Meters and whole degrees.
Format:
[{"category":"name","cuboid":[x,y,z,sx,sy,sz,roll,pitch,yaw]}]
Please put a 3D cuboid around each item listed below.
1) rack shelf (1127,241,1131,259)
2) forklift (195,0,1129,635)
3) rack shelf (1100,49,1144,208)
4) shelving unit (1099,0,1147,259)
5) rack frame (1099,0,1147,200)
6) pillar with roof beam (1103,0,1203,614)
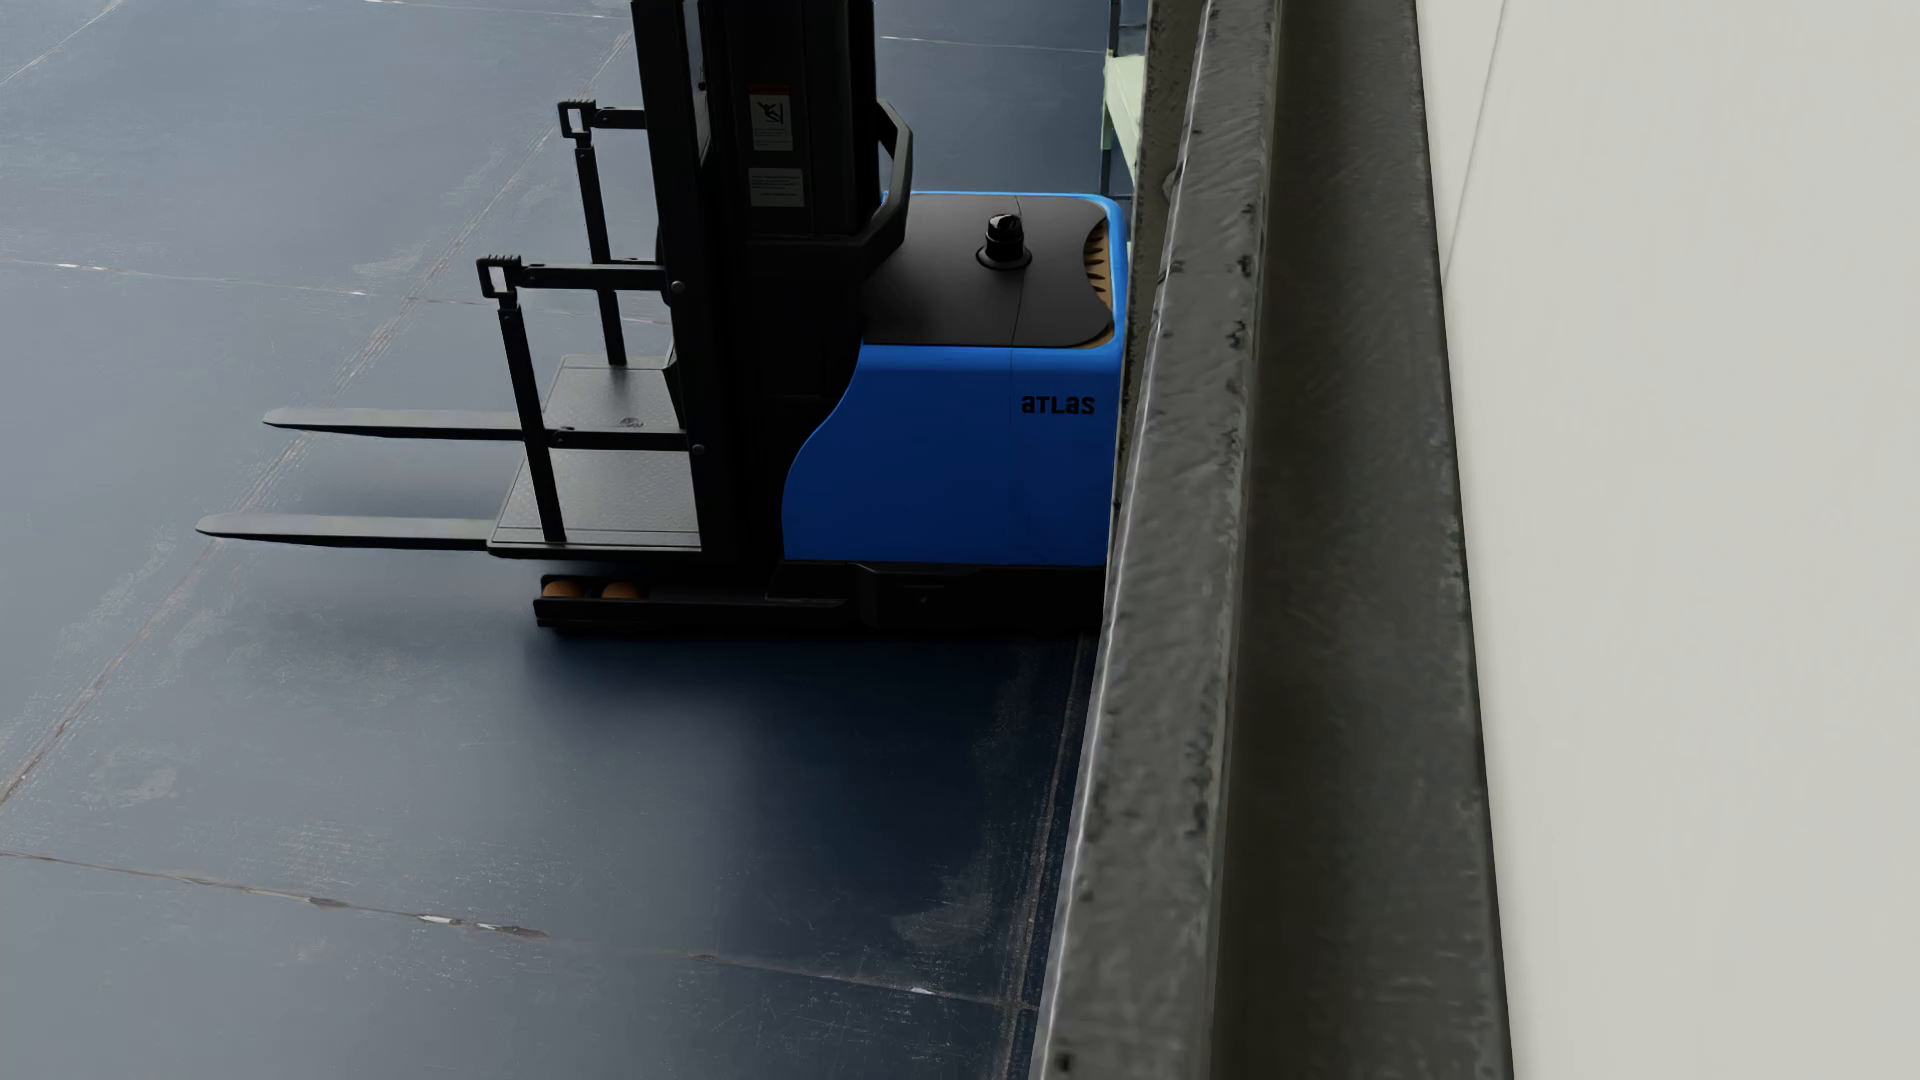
[{"category":"rack shelf","cuboid":[0.734,-0.773,6.014,0.431,0.370,0.720,-3,39,-3]},{"category":"forklift","cuboid":[-0.980,-1.166,4.860,3.031,2.935,1.130,1,40,2]},{"category":"rack shelf","cuboid":[0.734,-1.329,5.562,0.431,0.370,0.720,-3,39,-3]},{"category":"shelving unit","cuboid":[0.734,-1.026,5.808,0.431,1.500,0.755,-3,39,-3]},{"category":"rack frame","cuboid":[0.707,-1.256,6.092,0.400,1.500,0.023,-3,39,-3]},{"category":"pillar with roof beam","cuboid":[-3.784,-2.707,1.962,9.100,9.000,0.400,6,40,8]}]
